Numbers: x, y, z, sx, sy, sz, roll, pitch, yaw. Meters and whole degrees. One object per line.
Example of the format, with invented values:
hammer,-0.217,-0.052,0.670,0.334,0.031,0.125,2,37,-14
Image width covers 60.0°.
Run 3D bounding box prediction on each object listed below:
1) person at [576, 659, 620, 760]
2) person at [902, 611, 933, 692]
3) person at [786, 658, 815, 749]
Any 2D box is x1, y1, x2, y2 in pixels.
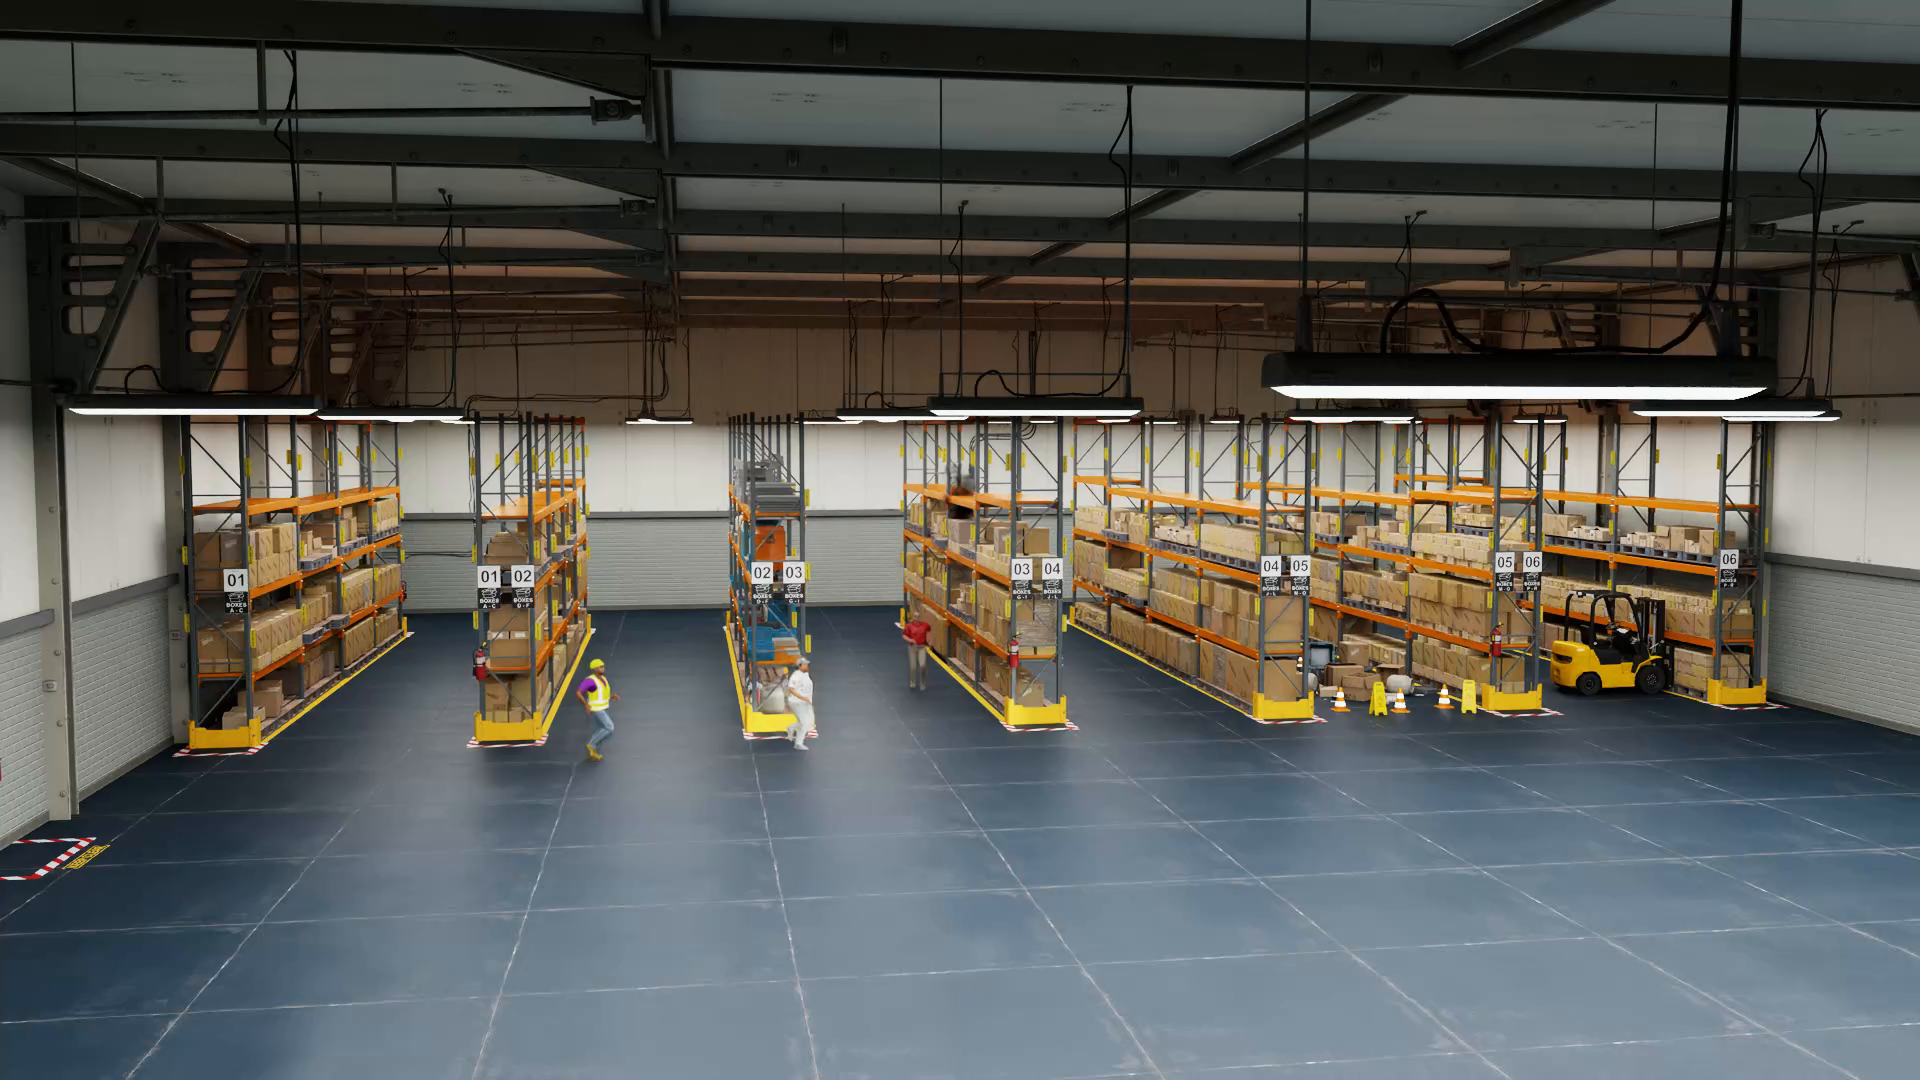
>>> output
person,-6.151,2.904,28.492,0.638,1.721,0.687,1,4,12
person,-0.910,2.438,36.082,0.680,1.800,0.752,0,4,-7
person,-2.848,2.911,29.696,0.559,1.632,0.651,2,4,23
